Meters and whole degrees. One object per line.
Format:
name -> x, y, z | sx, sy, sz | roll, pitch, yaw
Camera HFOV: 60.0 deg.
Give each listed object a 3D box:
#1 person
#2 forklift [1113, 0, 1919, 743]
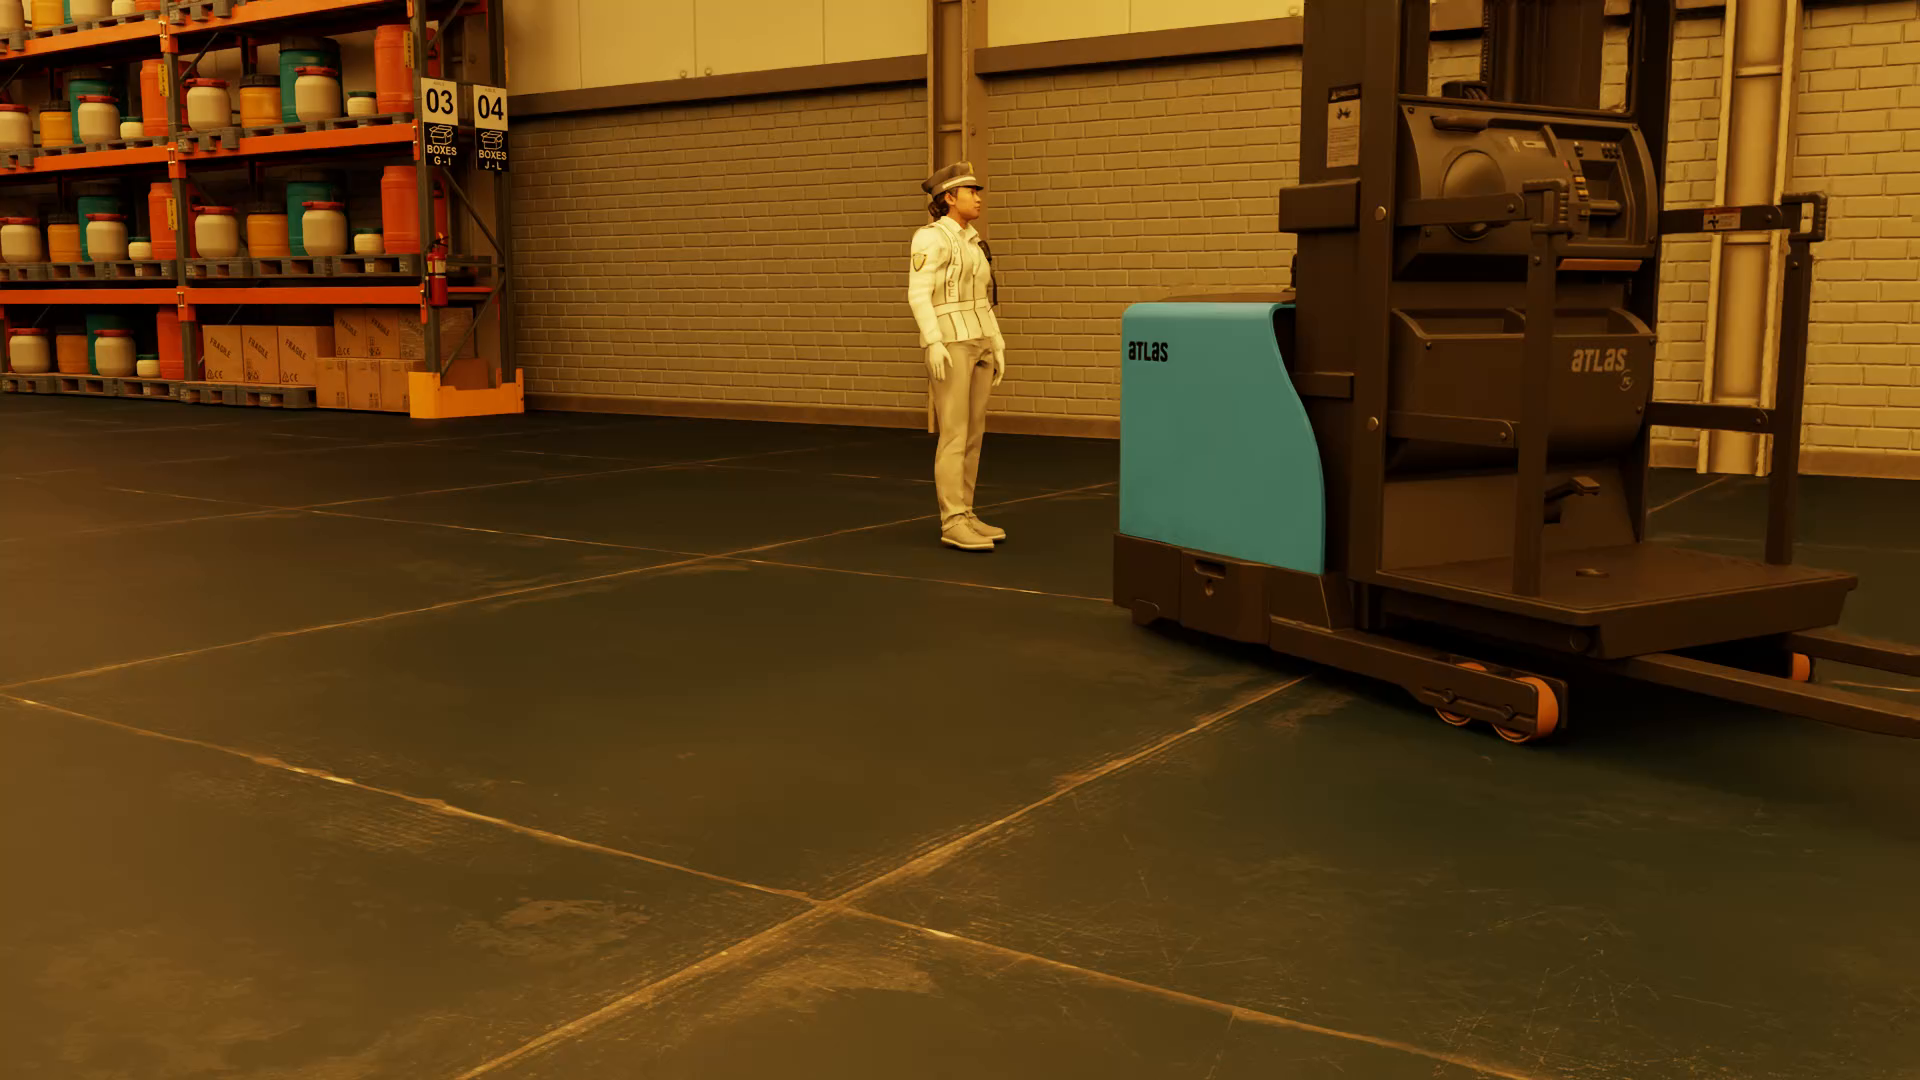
person -> 0.053, -0.840, 7.439 | 0.530, 1.694, 0.586 | 5, 10, 34
forklift -> 1.684, -1.024, 4.394 | 1.130, 2.935, 3.031 | -5, 9, -29
